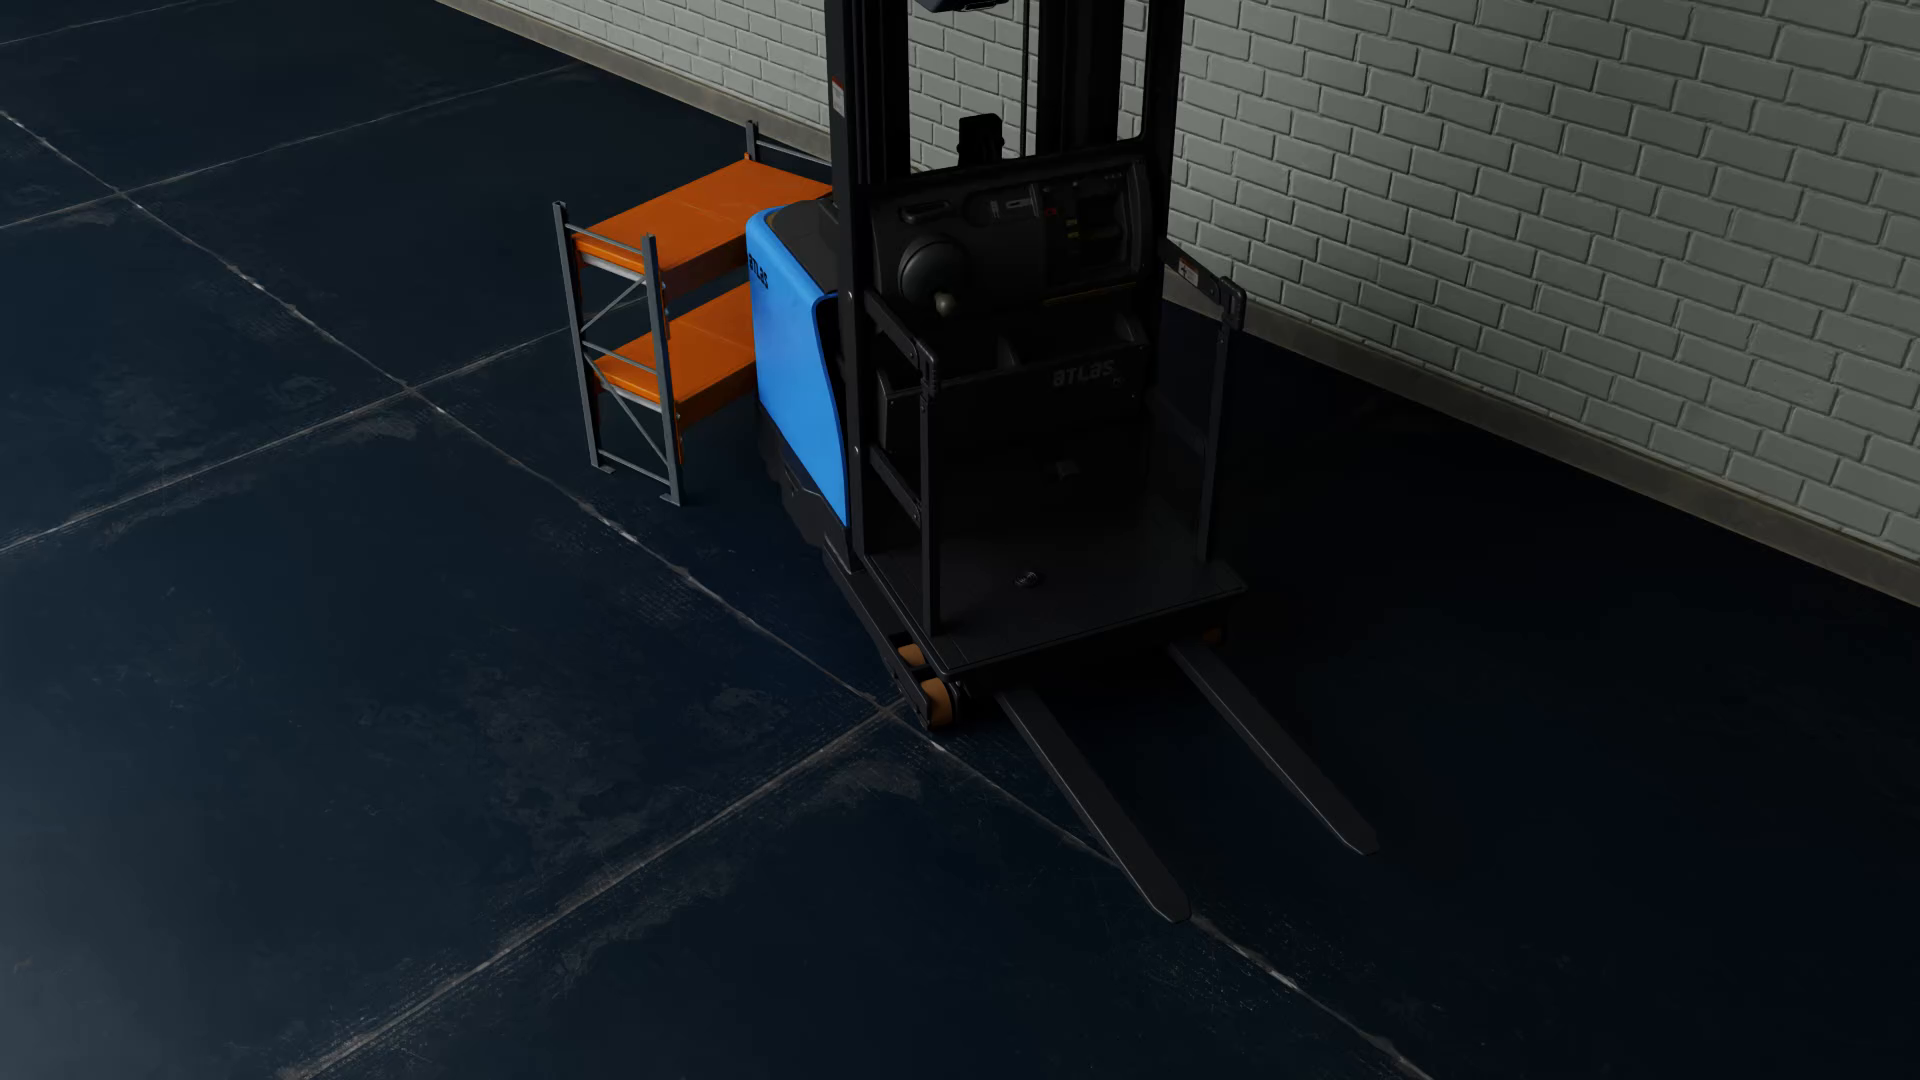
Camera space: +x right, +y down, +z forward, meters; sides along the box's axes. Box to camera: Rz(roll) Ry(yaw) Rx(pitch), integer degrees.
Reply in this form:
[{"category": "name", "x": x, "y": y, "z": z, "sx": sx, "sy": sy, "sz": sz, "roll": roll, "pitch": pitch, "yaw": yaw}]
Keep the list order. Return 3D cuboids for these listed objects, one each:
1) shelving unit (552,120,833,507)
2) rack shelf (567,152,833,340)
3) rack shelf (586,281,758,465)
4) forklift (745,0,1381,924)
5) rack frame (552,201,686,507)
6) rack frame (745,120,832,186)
[{"category": "shelving unit", "x": -0.965, "y": -0.914, "z": 6.577, "sx": 0.538, "sy": 1.125, "sz": 1.048, "roll": 23, "pitch": 41, "yaw": 30}, {"category": "rack shelf", "x": -0.965, "y": -1.154, "z": 6.409, "sx": 0.538, "sy": 0.278, "sz": 1.000, "roll": 23, "pitch": 41, "yaw": 30}, {"category": "rack shelf", "x": -0.965, "y": -0.713, "z": 6.717, "sx": 0.538, "sy": 0.278, "sz": 1.000, "roll": 23, "pitch": 41, "yaw": 30}, {"category": "forklift", "x": 0.255, "y": -0.873, "z": 4.939, "sx": 1.130, "sy": 2.935, "sz": 3.031, "roll": -14, "pitch": 37, "yaw": -19}, {"category": "rack frame", "x": -1.272, "y": -0.682, "z": 6.245, "sx": 0.500, "sy": 1.125, "sz": 0.032, "roll": 23, "pitch": 41, "yaw": 30}, {"category": "rack frame", "x": -0.658, "y": -1.145, "z": 6.909, "sx": 0.500, "sy": 1.125, "sz": 0.032, "roll": 23, "pitch": 41, "yaw": 30}]
